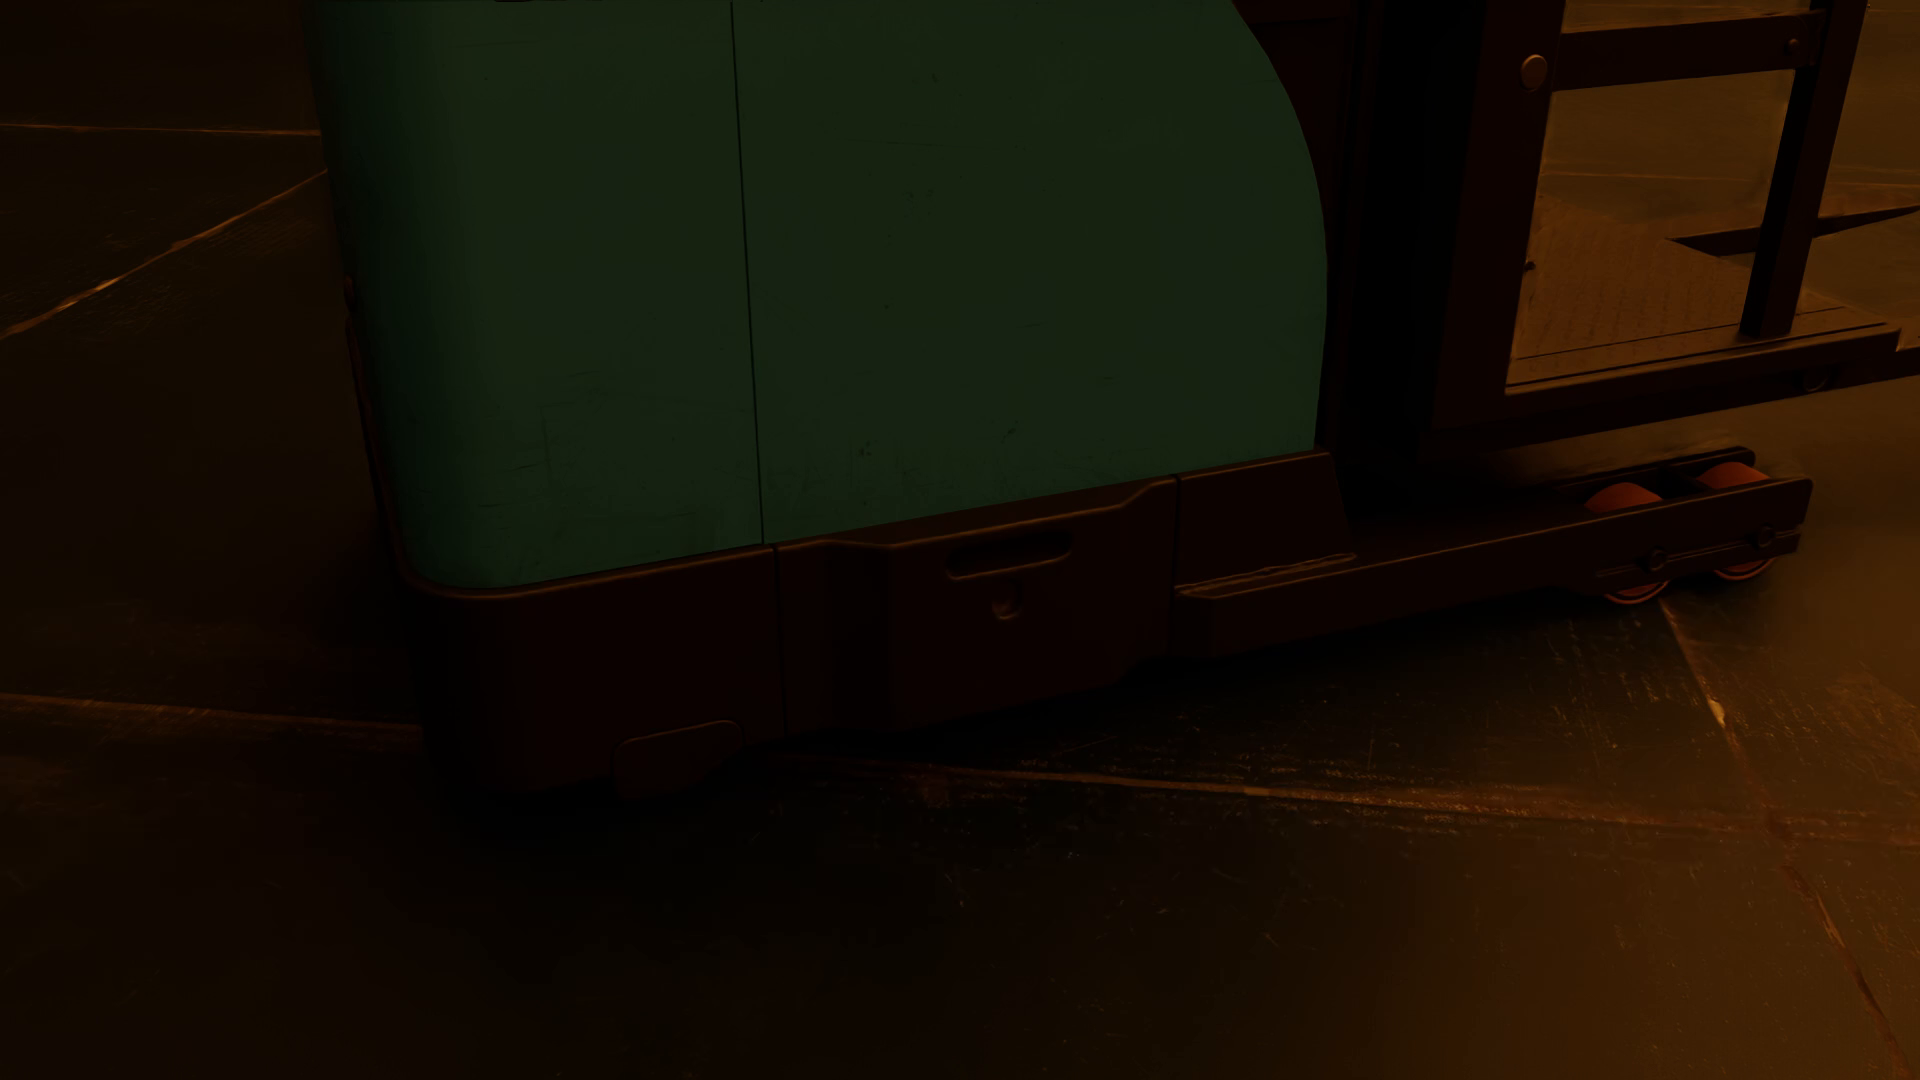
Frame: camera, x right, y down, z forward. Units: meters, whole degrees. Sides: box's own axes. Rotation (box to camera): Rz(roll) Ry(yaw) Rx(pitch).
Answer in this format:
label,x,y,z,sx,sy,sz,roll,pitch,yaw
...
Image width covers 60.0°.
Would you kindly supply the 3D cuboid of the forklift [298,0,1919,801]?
label,x,y,z,sx,sy,sz,roll,pitch,yaw
forklift,0.660,-1.429,2.081,3.031,2.935,1.130,-10,28,-19
